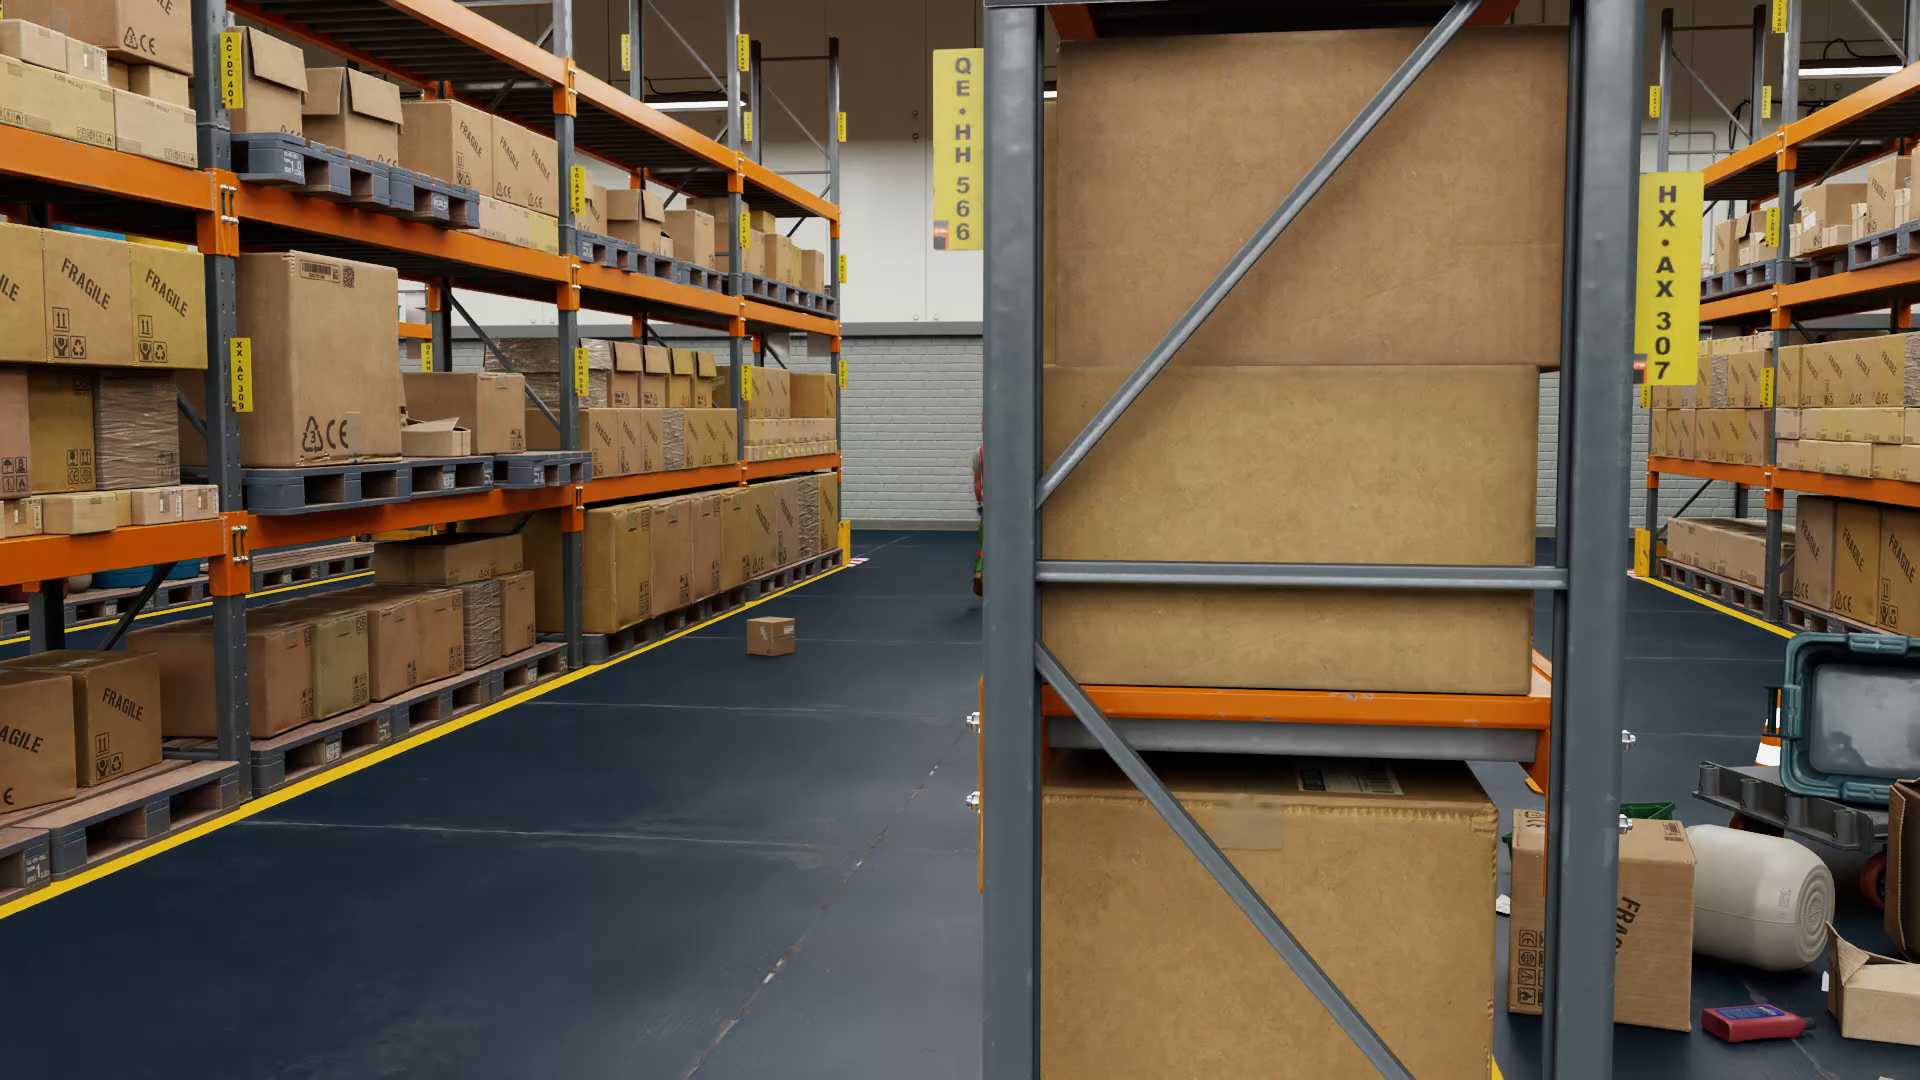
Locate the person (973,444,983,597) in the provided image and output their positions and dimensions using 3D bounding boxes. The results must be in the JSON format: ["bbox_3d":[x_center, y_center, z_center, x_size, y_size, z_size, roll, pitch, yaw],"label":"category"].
[{"bbox_3d":[0.373,-0.308,15.334,0.531,1.768,0.842,1,5,17],"label":"person"}]
